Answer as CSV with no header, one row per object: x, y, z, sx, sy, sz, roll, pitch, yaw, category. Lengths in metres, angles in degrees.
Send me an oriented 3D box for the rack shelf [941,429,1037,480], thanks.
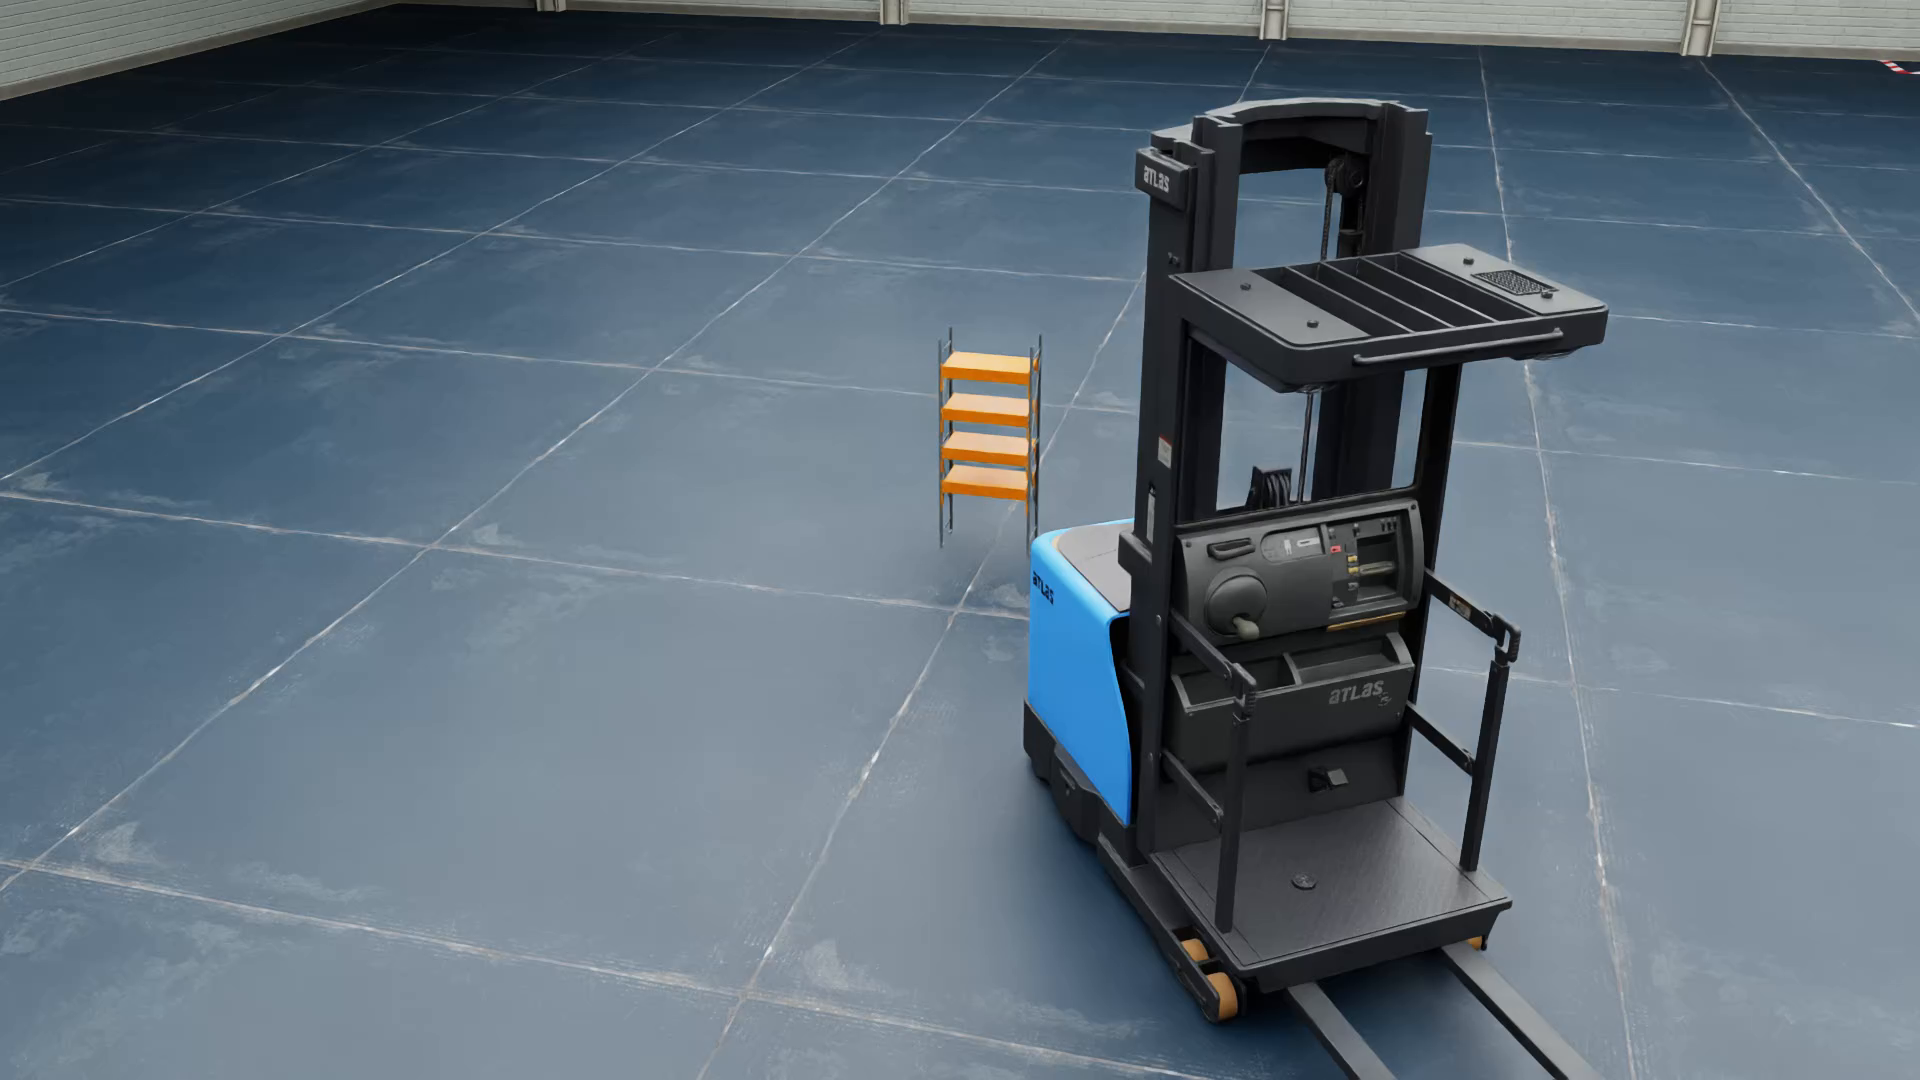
0.160,-0.463,8.984,0.480,0.148,0.258,6,26,13,rack shelf

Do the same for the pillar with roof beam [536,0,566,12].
-7.932,-11.182,22.268,0.400,9.000,9.100,6,26,13,pillar with roof beam

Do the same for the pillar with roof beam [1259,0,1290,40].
3.690,-9.897,19.569,0.400,9.000,9.100,6,26,13,pillar with roof beam

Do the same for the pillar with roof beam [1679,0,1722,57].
9.501,-9.255,18.220,0.400,9.000,9.100,6,26,13,pillar with roof beam

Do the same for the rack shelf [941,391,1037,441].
0.160,-0.665,8.888,0.480,0.148,0.258,6,26,13,rack shelf

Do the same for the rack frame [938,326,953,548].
-0.076,-0.550,9.010,0.015,1.200,0.240,6,26,13,rack frame

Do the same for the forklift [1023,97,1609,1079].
1.262,0.140,5.546,1.130,2.935,3.031,-9,27,-18,forklift

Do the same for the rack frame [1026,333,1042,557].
0.397,-0.498,8.900,0.015,1.200,0.240,6,26,13,rack frame

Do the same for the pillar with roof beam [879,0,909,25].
-2.121,-10.539,20.919,0.400,9.000,9.100,6,26,13,pillar with roof beam

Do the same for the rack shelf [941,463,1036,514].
0.160,-0.284,9.069,0.480,0.148,0.258,6,26,13,rack shelf

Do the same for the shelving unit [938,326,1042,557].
0.160,-0.524,8.955,0.503,1.200,0.258,6,26,13,shelving unit

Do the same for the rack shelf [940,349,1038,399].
0.160,-0.879,8.786,0.480,0.148,0.258,6,26,13,rack shelf
